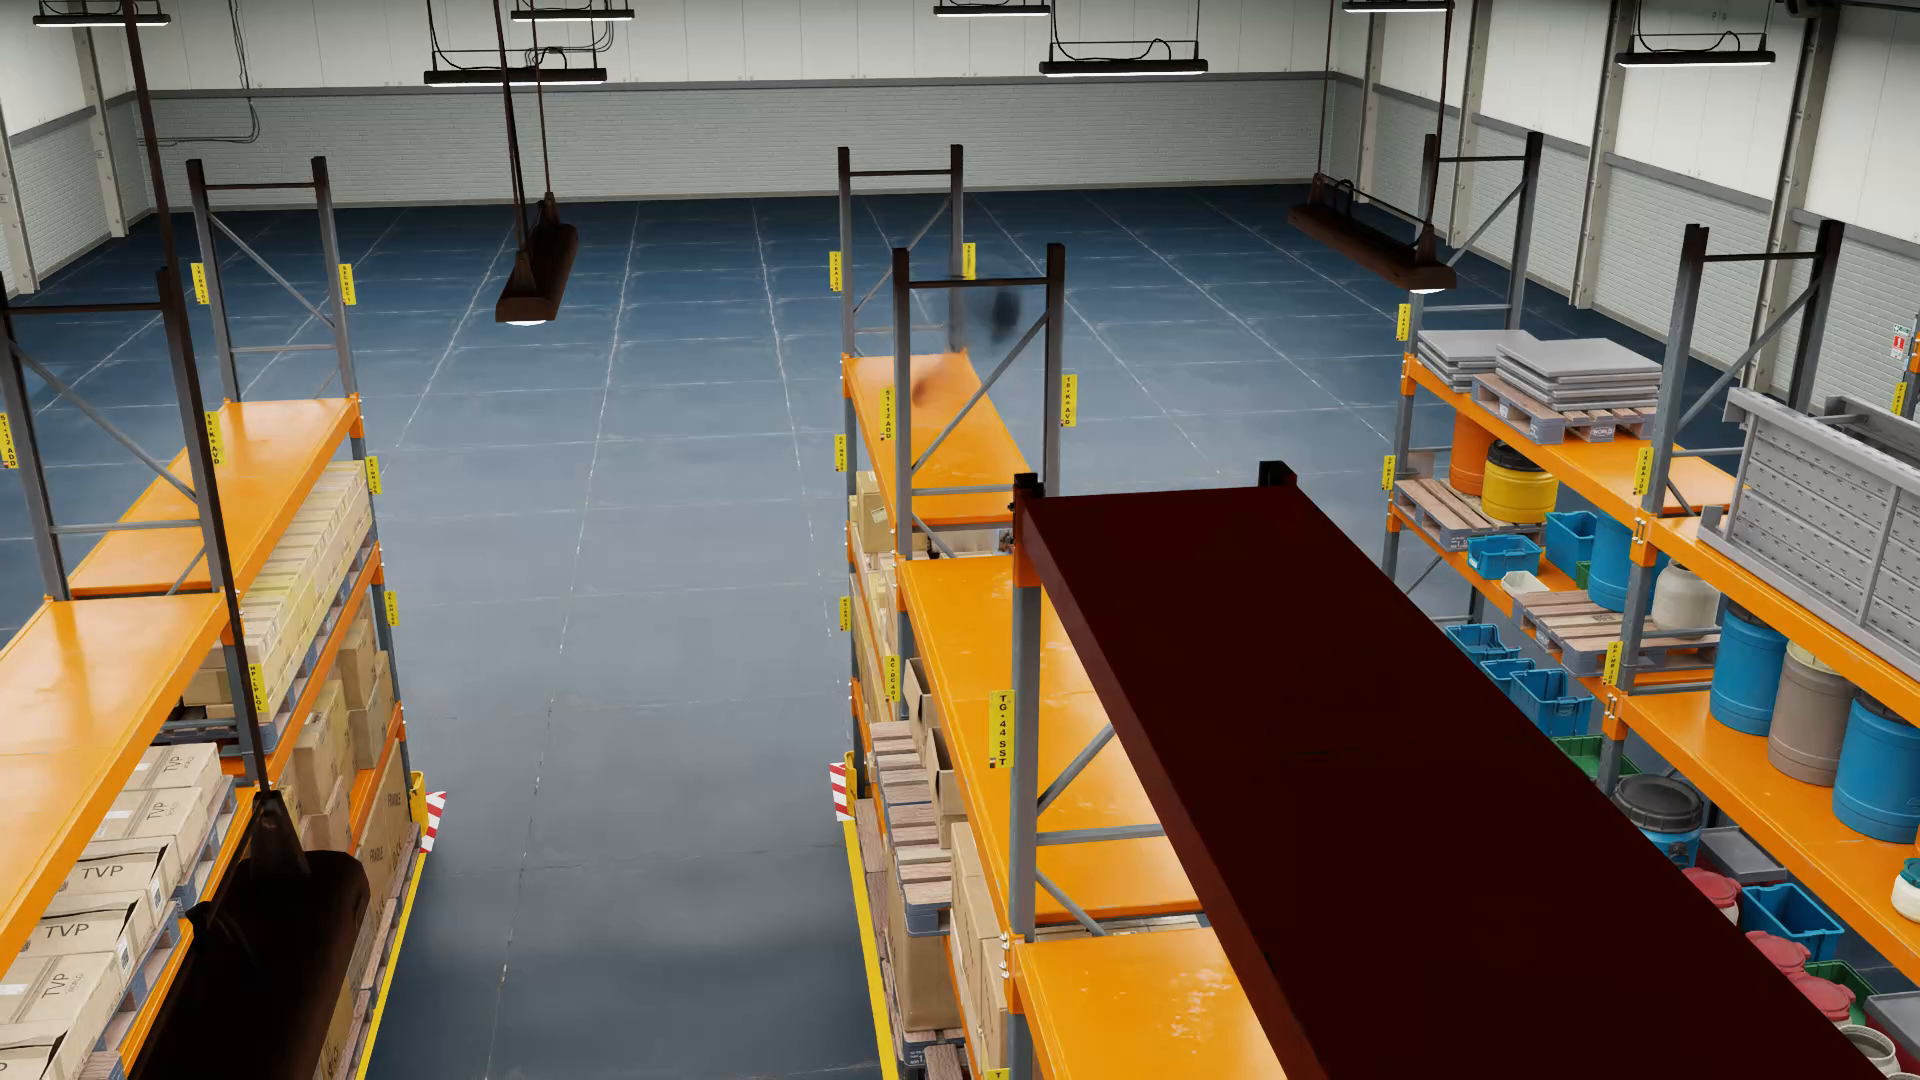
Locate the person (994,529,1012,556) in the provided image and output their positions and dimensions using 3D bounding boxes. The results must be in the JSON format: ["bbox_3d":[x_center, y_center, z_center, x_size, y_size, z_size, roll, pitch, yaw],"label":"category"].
[{"bbox_3d":[0.621,0.680,17.754,0.935,1.638,0.570,10,24,23],"label":"person"}]
